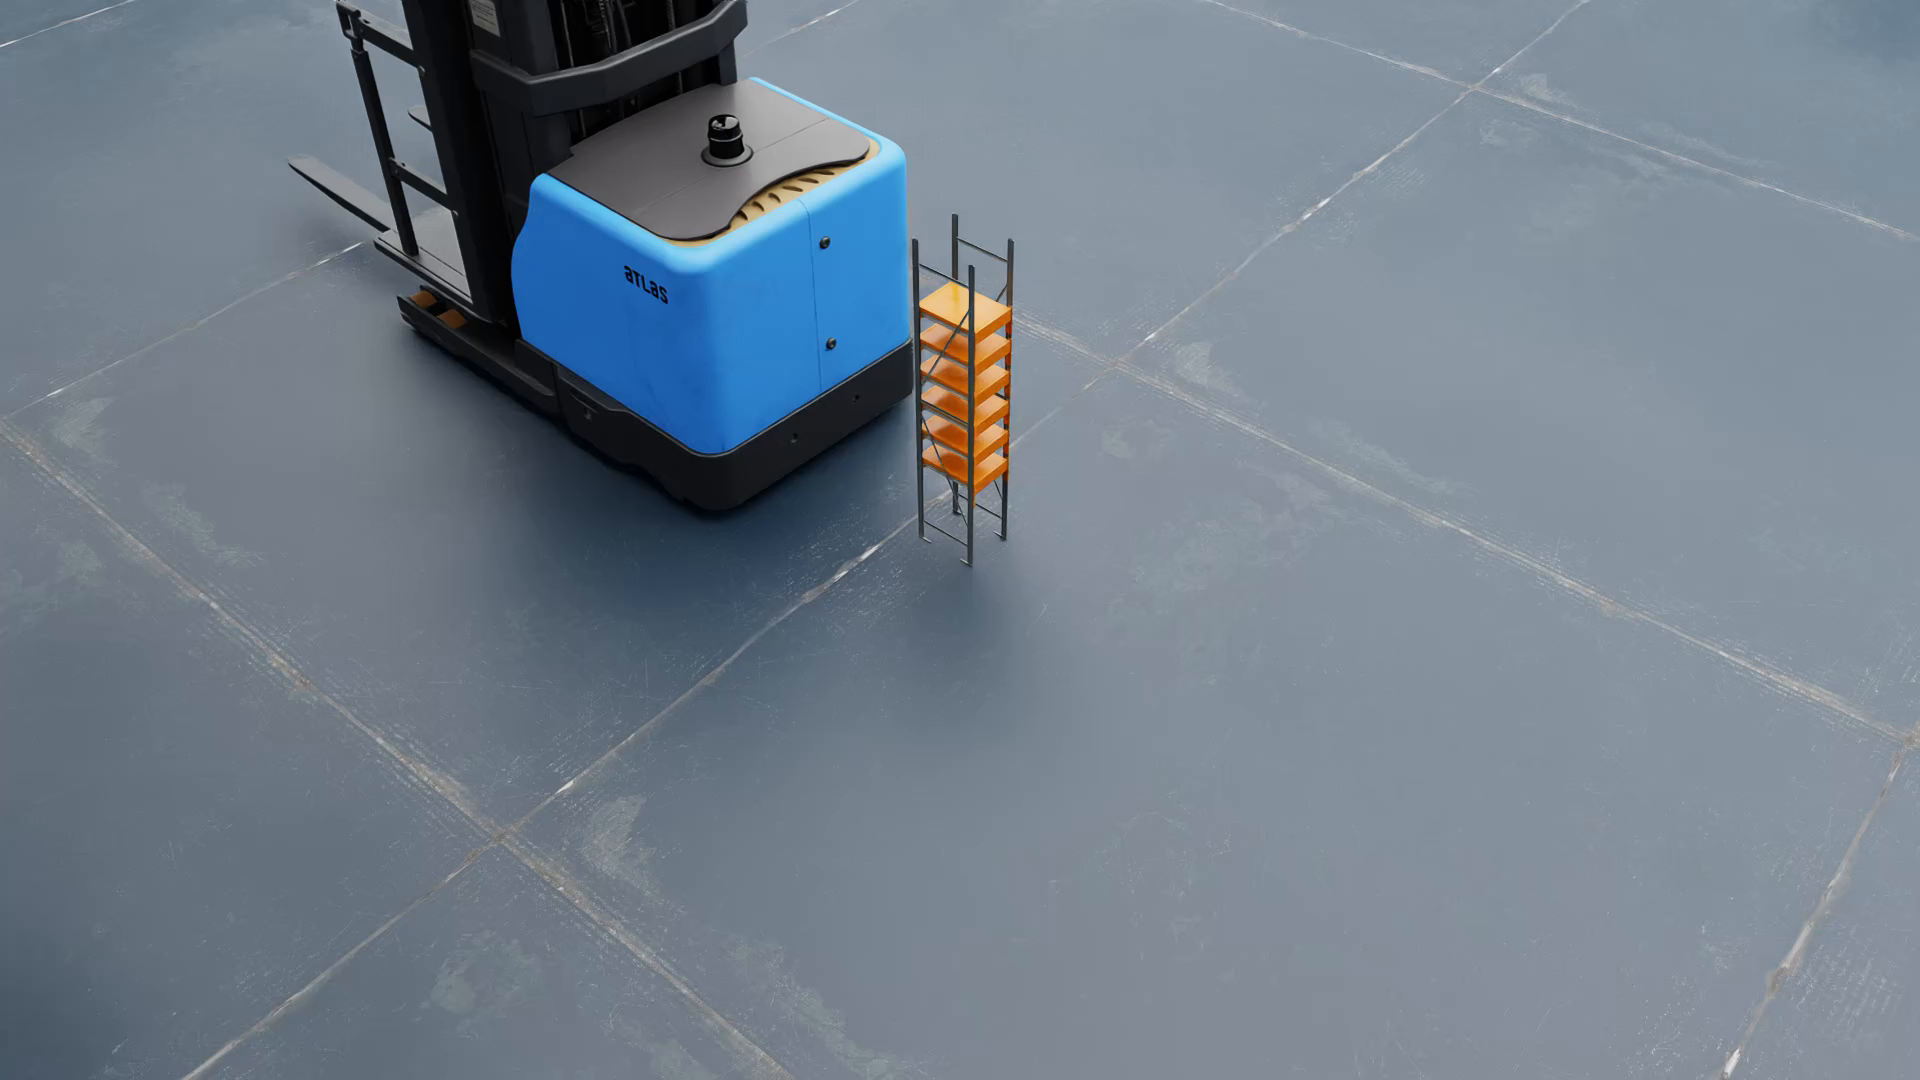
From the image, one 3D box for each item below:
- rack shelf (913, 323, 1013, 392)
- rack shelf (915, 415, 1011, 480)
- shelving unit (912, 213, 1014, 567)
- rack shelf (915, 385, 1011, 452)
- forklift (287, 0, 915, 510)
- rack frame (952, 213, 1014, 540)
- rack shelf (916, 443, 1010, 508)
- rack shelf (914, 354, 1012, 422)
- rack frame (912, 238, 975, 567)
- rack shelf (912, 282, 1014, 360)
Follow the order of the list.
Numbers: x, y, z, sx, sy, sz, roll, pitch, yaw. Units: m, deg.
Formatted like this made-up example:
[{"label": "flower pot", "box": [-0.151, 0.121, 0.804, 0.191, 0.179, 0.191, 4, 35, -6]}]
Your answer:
[{"label": "rack shelf", "box": [0.009, -0.596, 5.223, 0.258, 0.103, 0.180, 29, 50, 28]}, {"label": "rack shelf", "box": [0.009, -0.330, 5.465, 0.258, 0.103, 0.180, 29, 50, 28]}, {"label": "shelving unit", "box": [0.009, -0.451, 5.355, 0.258, 1.200, 0.189, 29, 50, 28]}, {"label": "rack shelf", "box": [0.009, -0.419, 5.384, 0.258, 0.103, 0.180, 29, 50, 28]}, {"label": "forklift", "box": [-1.593, -2.053, 5.830, 3.031, 2.935, 1.130, 32, 51, 30]}, {"label": "rack frame", "box": [0.068, -0.498, 5.406, 0.240, 1.200, 0.006, 29, 50, 28]}, {"label": "rack shelf", "box": [0.009, -0.241, 5.546, 0.258, 0.103, 0.180, 29, 50, 28]}, {"label": "rack shelf", "box": [0.009, -0.507, 5.304, 0.258, 0.103, 0.180, 29, 50, 28]}, {"label": "rack frame", "box": [-0.050, -0.404, 5.303, 0.240, 1.200, 0.006, 29, 50, 28]}, {"label": "rack shelf", "box": [0.009, -0.685, 5.142, 0.258, 0.103, 0.180, 29, 50, 28]}]
